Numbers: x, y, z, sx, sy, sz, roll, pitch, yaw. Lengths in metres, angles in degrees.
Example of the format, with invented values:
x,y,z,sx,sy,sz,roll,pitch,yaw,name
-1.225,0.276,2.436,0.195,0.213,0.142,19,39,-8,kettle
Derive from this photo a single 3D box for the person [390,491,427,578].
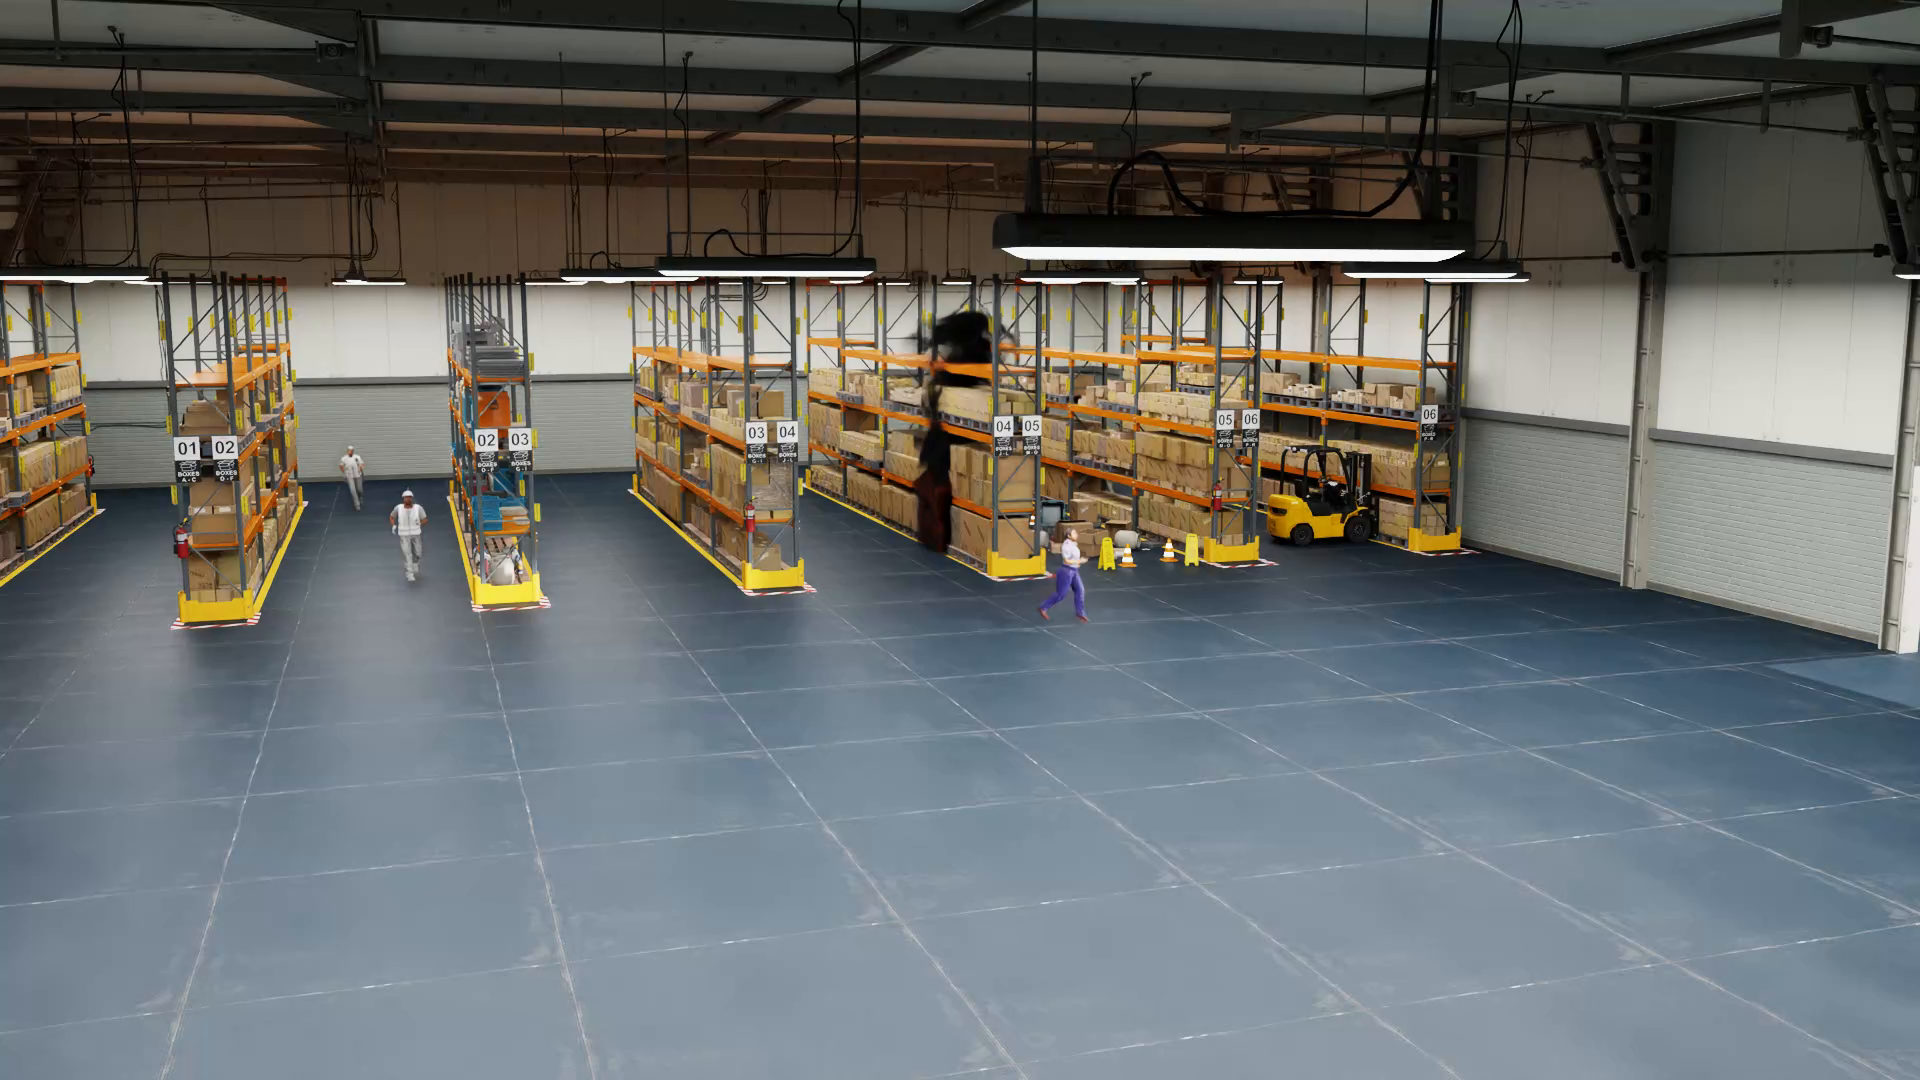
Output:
x,y,z,sx,sy,sz,roll,pitch,yaw,name
-10.882,-0.131,32.865,0.696,1.703,0.780,-4,9,-23,person

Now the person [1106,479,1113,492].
x,y,z,sx,sy,sz,roll,pitch,yaw,name
4.056,-1.974,45.000,0.595,1.583,0.673,-3,9,-20,person

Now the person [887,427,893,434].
x,y,z,sx,sy,sz,roll,pitch,yaw,name
-2.044,-2.379,48.169,0.641,1.781,0.727,-6,10,-34,person

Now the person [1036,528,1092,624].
x,y,z,sx,sy,sz,roll,pitch,yaw,name
1.811,0.619,28.634,0.930,1.663,0.614,3,9,19,person

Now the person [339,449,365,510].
x,y,z,sx,sy,sz,roll,pitch,yaw,name
-15.892,-1.621,43.517,0.617,1.645,0.792,-4,10,-26,person
